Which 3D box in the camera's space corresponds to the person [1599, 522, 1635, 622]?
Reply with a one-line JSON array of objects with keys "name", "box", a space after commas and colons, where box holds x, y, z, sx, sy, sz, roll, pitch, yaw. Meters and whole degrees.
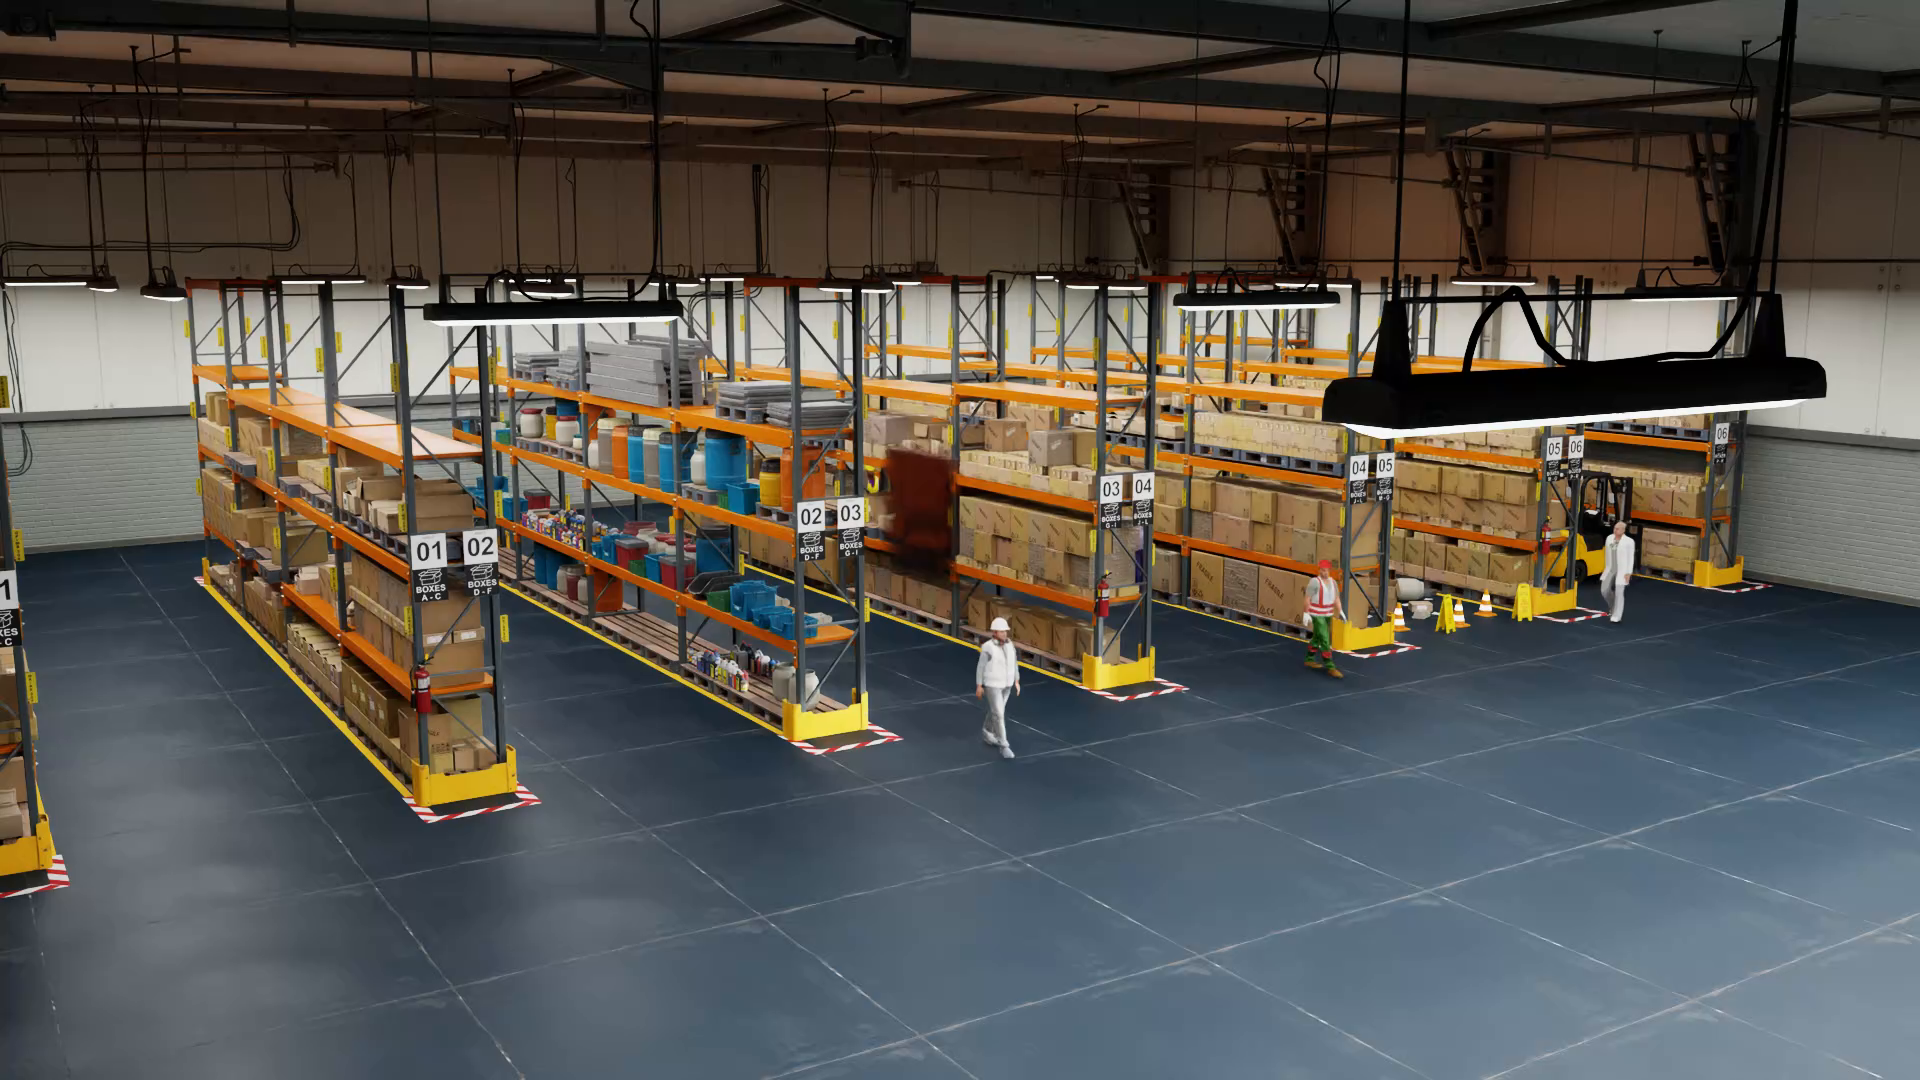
[{"name": "person", "box": [11.616, 0.543, 29.329, 0.569, 1.766, 0.572, 9, 13, 44]}]

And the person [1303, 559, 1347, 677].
[{"name": "person", "box": [5.648, 1.171, 25.608, 0.553, 1.751, 0.895, -7, 12, -34]}]

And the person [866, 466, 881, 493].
[{"name": "person", "box": [-2.031, -0.875, 37.953, 0.625, 1.703, 1.077, -5, 11, -29]}]

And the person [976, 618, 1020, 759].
[{"name": "person", "box": [0.536, 1.869, 21.556, 0.565, 1.729, 0.915, -8, 13, -40]}]

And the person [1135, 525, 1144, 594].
[{"name": "person", "box": [3.190, 0.291, 29.865, 0.553, 1.707, 0.462, -3, 10, -20]}]
